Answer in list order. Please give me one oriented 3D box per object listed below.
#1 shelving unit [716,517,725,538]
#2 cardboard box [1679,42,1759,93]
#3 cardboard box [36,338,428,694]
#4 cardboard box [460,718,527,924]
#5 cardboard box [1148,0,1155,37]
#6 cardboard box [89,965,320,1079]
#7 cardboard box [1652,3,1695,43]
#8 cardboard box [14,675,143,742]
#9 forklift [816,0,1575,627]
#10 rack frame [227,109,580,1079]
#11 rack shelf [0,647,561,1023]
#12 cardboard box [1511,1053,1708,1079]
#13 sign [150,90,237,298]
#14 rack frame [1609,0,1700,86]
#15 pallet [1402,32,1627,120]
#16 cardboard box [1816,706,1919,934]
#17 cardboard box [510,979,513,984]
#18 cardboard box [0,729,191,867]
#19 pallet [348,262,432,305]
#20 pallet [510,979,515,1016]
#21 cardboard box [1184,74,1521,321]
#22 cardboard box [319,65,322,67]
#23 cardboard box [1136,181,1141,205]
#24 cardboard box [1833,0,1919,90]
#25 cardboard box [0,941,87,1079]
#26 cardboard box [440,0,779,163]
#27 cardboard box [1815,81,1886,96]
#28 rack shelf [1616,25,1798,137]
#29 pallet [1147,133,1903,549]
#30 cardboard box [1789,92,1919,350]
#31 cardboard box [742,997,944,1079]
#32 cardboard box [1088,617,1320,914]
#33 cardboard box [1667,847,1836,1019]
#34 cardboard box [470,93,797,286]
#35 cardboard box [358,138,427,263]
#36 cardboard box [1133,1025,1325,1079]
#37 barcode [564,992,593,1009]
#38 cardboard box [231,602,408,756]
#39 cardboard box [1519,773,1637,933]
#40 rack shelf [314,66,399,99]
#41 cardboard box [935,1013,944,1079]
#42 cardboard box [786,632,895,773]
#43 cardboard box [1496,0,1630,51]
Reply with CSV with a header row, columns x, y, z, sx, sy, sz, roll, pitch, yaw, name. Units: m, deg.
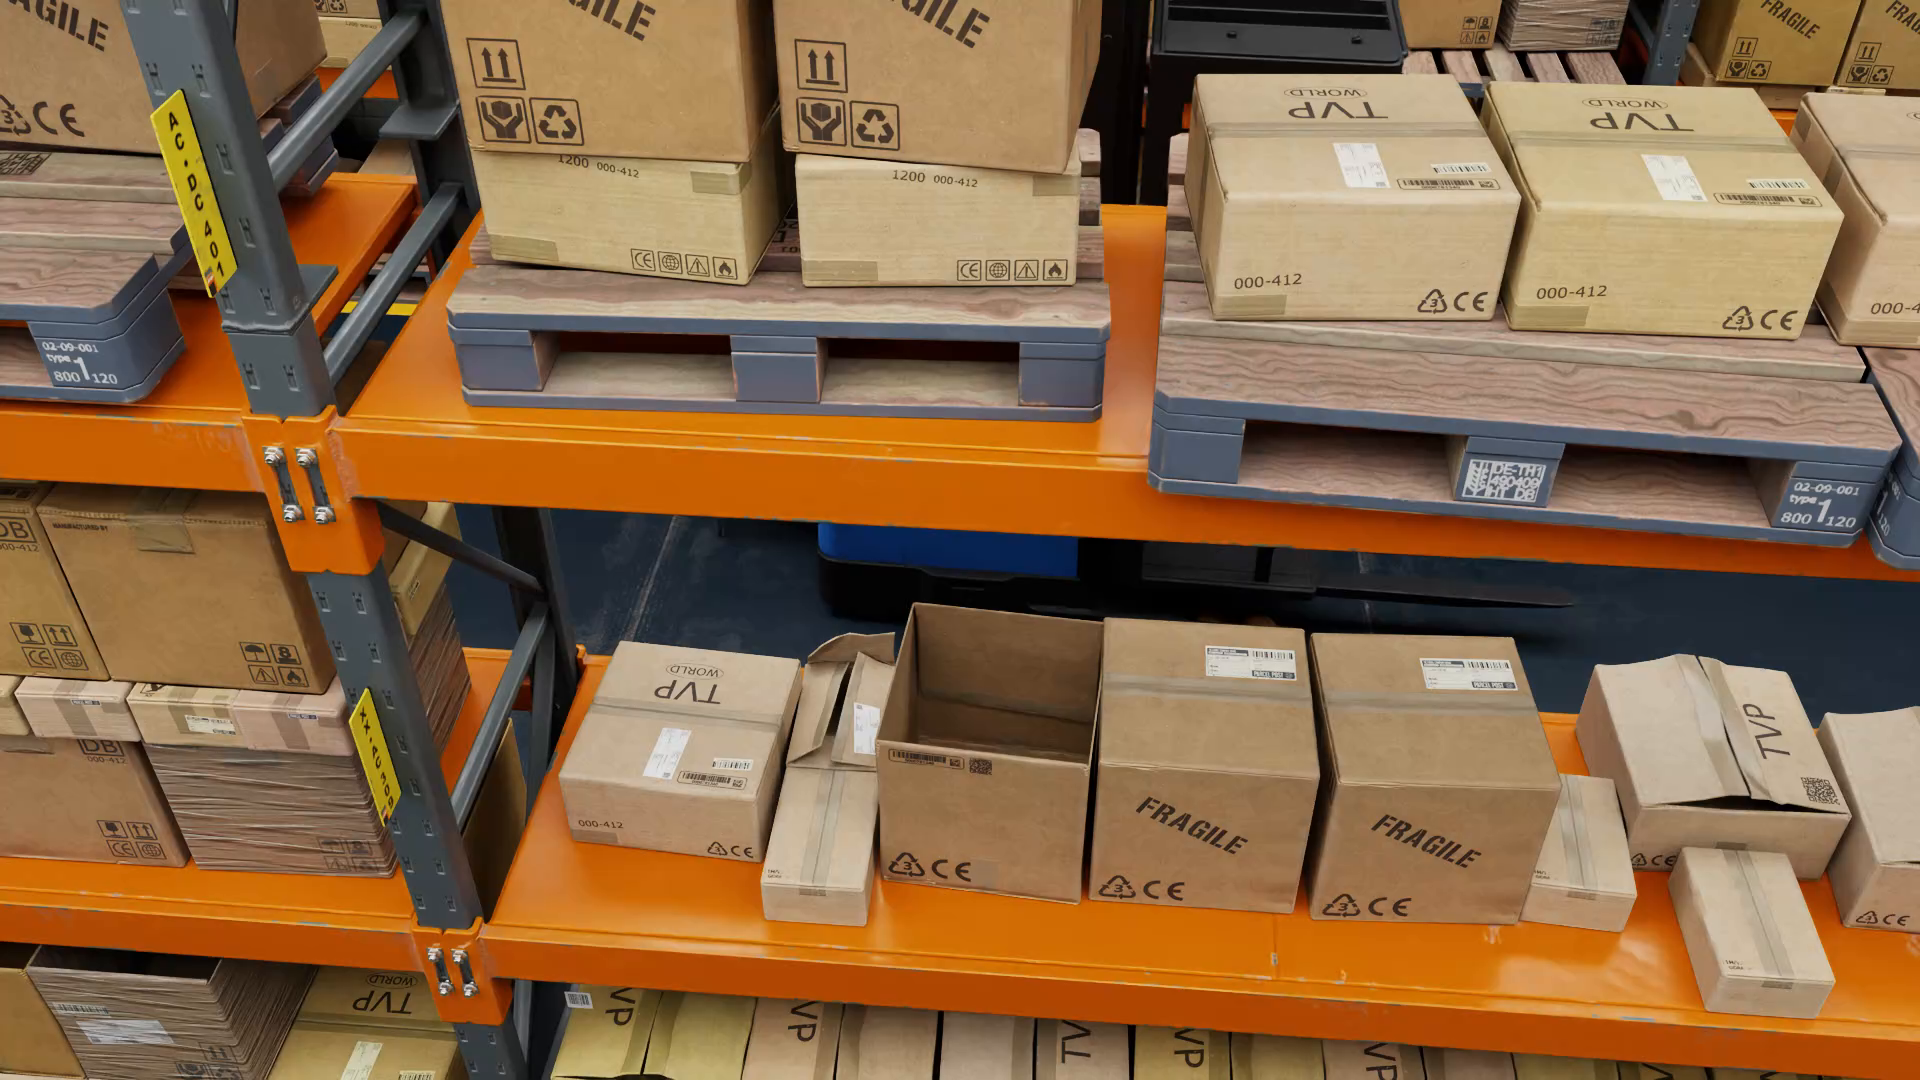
x,y,z,sx,sy,sz,roll,pitch,yaw,name
-0.790,-0.530,6.950,0.503,1.200,0.258,4,39,5,shelving unit
3.516,-2.160,7.711,0.250,0.149,0.380,3,39,3,cardboard box
-1.644,-0.078,3.862,0.500,0.500,0.700,3,39,4,cardboard box
-1.636,0.875,5.050,0.500,0.500,0.500,3,39,4,cardboard box
0.942,-2.740,7.813,0.500,0.500,0.700,8,40,10,cardboard box
-2.179,1.467,4.917,0.500,0.250,0.500,3,39,4,cardboard box
3.554,-2.467,8.088,0.250,0.149,0.380,4,39,5,cardboard box
-1.998,0.287,3.929,0.250,0.149,0.380,2,39,3,cardboard box
0.971,-1.032,6.196,3.031,2.935,1.130,4,39,5,forklift
-1.201,0.484,4.279,0.127,3.000,1.000,3,39,4,rack frame
-3.194,0.655,4.640,4.000,0.370,1.077,3,39,4,rack shelf
1.723,1.490,4.444,0.500,0.311,0.500,3,39,3,cardboard box
-1.247,-0.561,2.715,0.005,0.325,0.100,3,39,4,sign
3.208,-2.413,7.839,0.127,3.000,1.000,3,39,4,rack frame
2.489,-2.311,7.865,1.003,0.211,1.213,3,39,4,pallet
2.425,0.690,4.097,0.500,0.311,0.500,5,39,7,cardboard box
-1.637,1.172,5.279,0.500,0.250,0.500,3,39,4,cardboard box
-2.170,0.401,4.302,0.500,0.500,0.700,3,39,3,cardboard box
-2.668,-1.629,9.084,1.213,0.211,1.003,3,39,4,pallet
-1.990,1.496,5.245,1.213,0.211,1.003,3,39,4,pallet
0.699,-0.641,3.071,0.500,0.250,0.500,0,39,0,cardboard box
-3.278,-2.522,8.075,0.500,0.250,0.500,3,39,3,cardboard box
0.981,-1.753,8.659,0.500,0.500,0.700,4,39,4,cardboard box
4.191,-2.353,7.435,0.500,0.500,0.500,4,39,5,cardboard box
-2.677,1.150,4.713,0.500,0.500,0.500,3,39,4,cardboard box
-0.590,-1.016,2.938,0.500,0.500,0.500,4,39,4,cardboard box
4.024,-2.073,7.604,0.250,0.149,0.380,4,39,5,cardboard box
5.200,-2.025,7.932,4.000,0.370,1.077,3,39,4,rack shelf
0.986,-0.428,3.173,1.213,0.211,1.003,5,39,6,pallet
1.803,-0.572,2.987,0.500,0.250,0.500,4,39,5,cardboard box
-0.313,1.380,4.579,0.500,0.311,0.500,3,39,3,cardboard box
0.587,0.554,4.114,0.500,0.500,0.500,3,39,4,cardboard box
1.864,0.925,3.937,0.250,0.149,0.380,3,39,4,cardboard box
-0.588,-0.744,3.198,0.500,0.250,0.500,7,40,8,cardboard box
-2.786,-1.854,8.783,0.500,0.500,0.700,1,39,1,cardboard box
0.721,1.433,4.515,0.500,0.311,0.500,4,39,5,cardboard box
-0.983,1.187,4.287,0.075,0.075,0.001,3,39,4,barcode
-1.490,0.314,3.895,0.250,0.149,0.380,3,39,4,cardboard box
1.509,0.766,4.132,0.250,0.149,0.380,6,40,7,cardboard box
-2.770,-2.461,8.467,4.000,0.370,1.077,3,39,4,rack shelf
-0.311,1.594,4.760,0.500,0.250,0.500,4,39,5,cardboard box
-0.309,0.469,4.404,0.258,0.266,0.396,2,39,3,cardboard box
2.739,-2.642,7.692,0.500,0.500,0.700,-1,39,-1,cardboard box
